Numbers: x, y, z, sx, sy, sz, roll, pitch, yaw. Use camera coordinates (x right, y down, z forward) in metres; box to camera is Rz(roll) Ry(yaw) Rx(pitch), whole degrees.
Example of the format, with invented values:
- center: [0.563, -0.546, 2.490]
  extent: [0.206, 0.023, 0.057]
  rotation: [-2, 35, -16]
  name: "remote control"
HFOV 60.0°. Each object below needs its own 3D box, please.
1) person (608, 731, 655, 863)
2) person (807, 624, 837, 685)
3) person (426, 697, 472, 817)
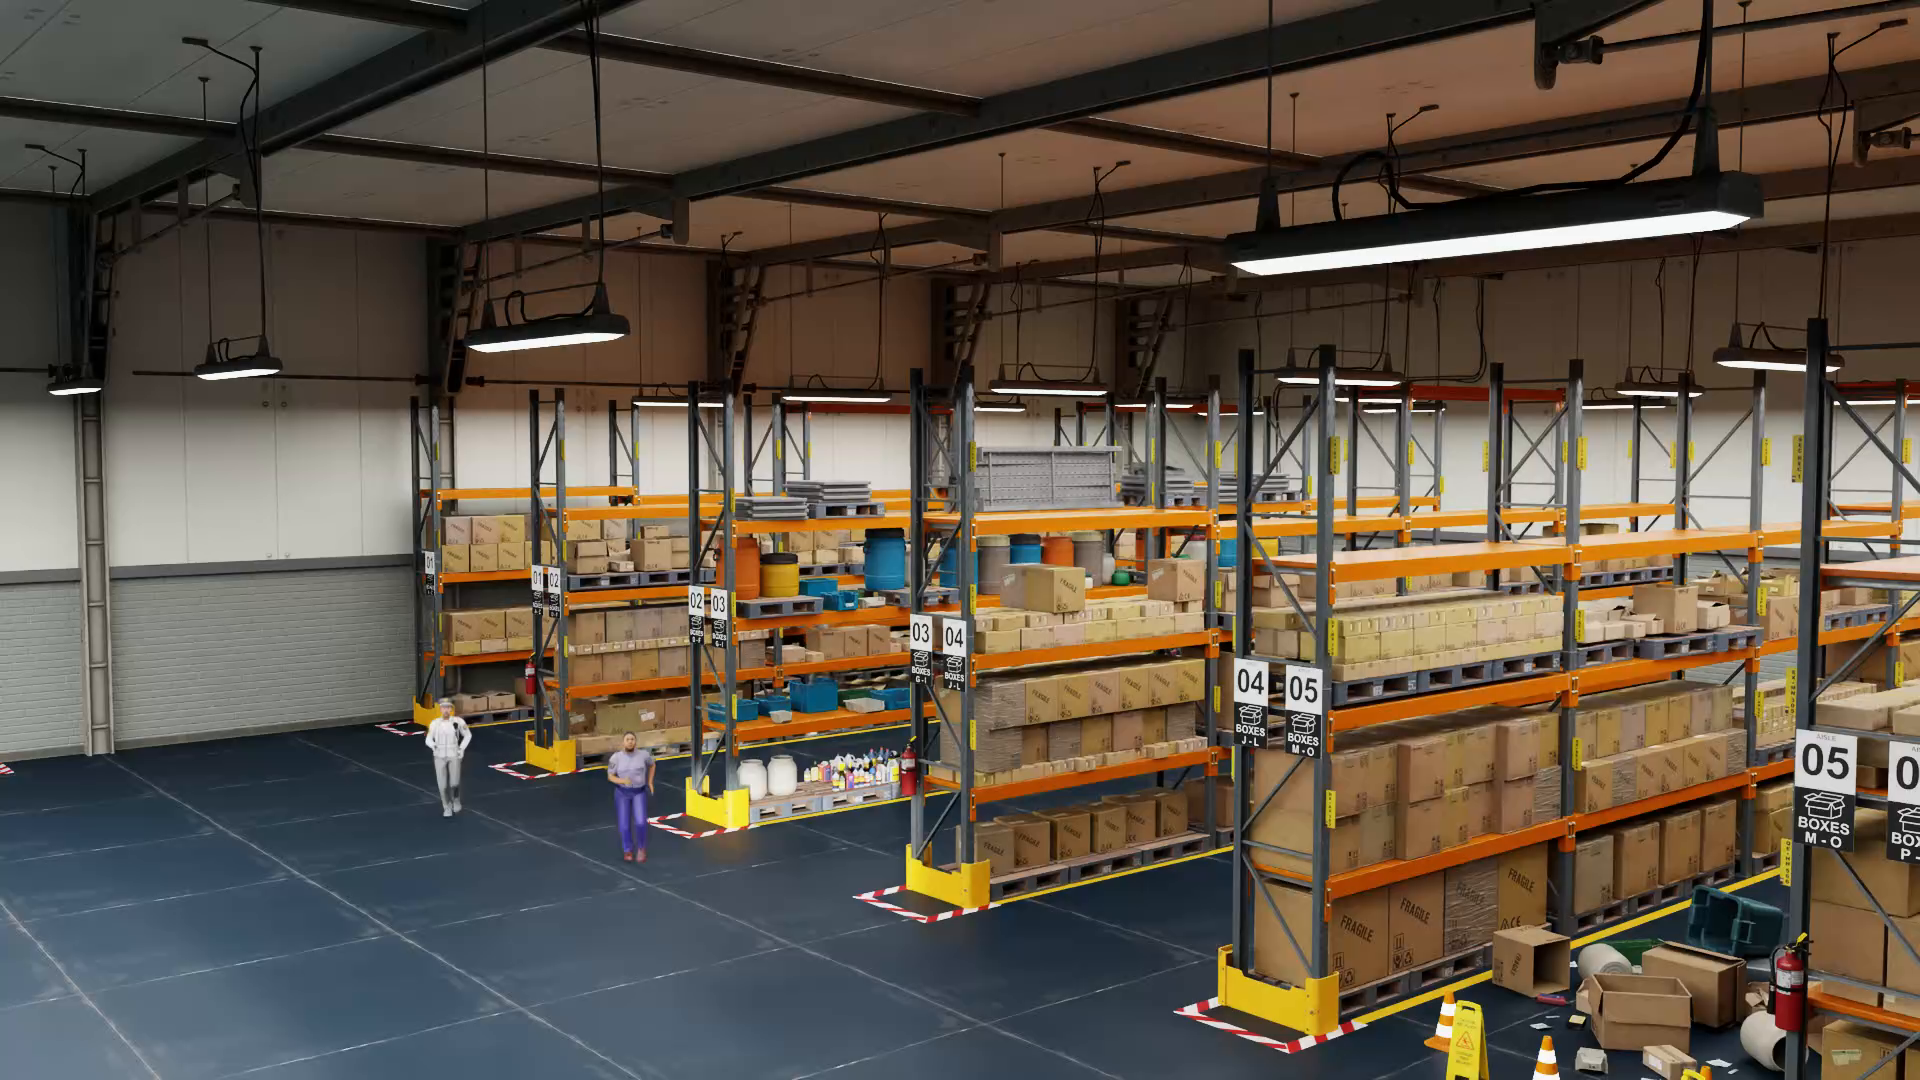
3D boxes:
- center: [-4.011, 3.152, 20.333]
  extent: [0.579, 1.617, 0.643]
  rotation: [-1, 3, -11]
  name: "person"
- center: [-2.701, 2.219, 32.158]
  extent: [0.539, 1.521, 0.813]
  rotation: [3, 5, 43]
  name: "person"
- center: [-7.021, 2.985, 22.800]
  extent: [0.602, 1.653, 0.544]
  rotation: [-1, 3, -11]
  name: "person"
